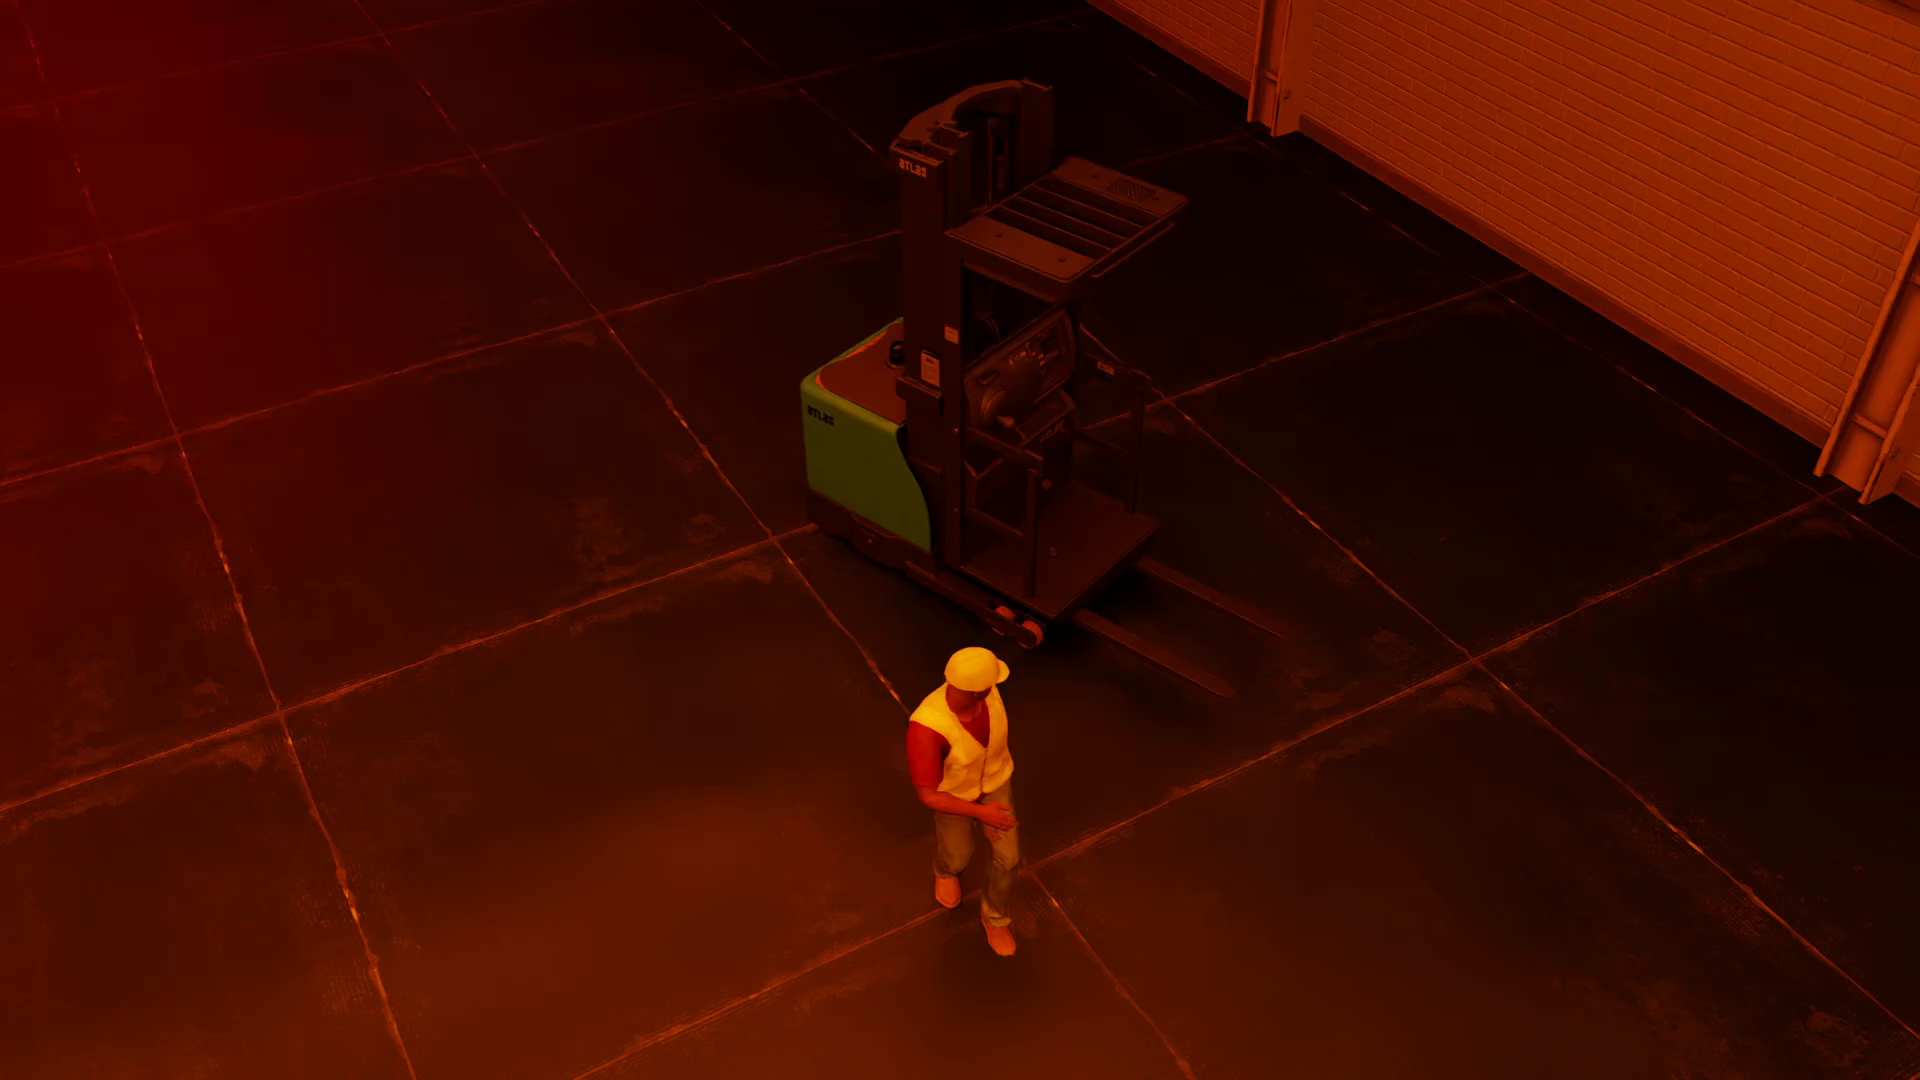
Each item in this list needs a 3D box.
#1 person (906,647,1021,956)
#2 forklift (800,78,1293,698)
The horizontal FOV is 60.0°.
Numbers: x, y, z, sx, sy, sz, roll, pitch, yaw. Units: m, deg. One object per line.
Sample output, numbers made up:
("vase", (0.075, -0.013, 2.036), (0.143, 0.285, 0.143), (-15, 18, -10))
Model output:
("person", (0.019, 1.135, 7.674), (0.628, 1.761, 0.865), (-17, 43, -19))
("forklift", (0.498, -0.883, 9.101), (3.031, 2.935, 1.130), (28, 47, 29))
